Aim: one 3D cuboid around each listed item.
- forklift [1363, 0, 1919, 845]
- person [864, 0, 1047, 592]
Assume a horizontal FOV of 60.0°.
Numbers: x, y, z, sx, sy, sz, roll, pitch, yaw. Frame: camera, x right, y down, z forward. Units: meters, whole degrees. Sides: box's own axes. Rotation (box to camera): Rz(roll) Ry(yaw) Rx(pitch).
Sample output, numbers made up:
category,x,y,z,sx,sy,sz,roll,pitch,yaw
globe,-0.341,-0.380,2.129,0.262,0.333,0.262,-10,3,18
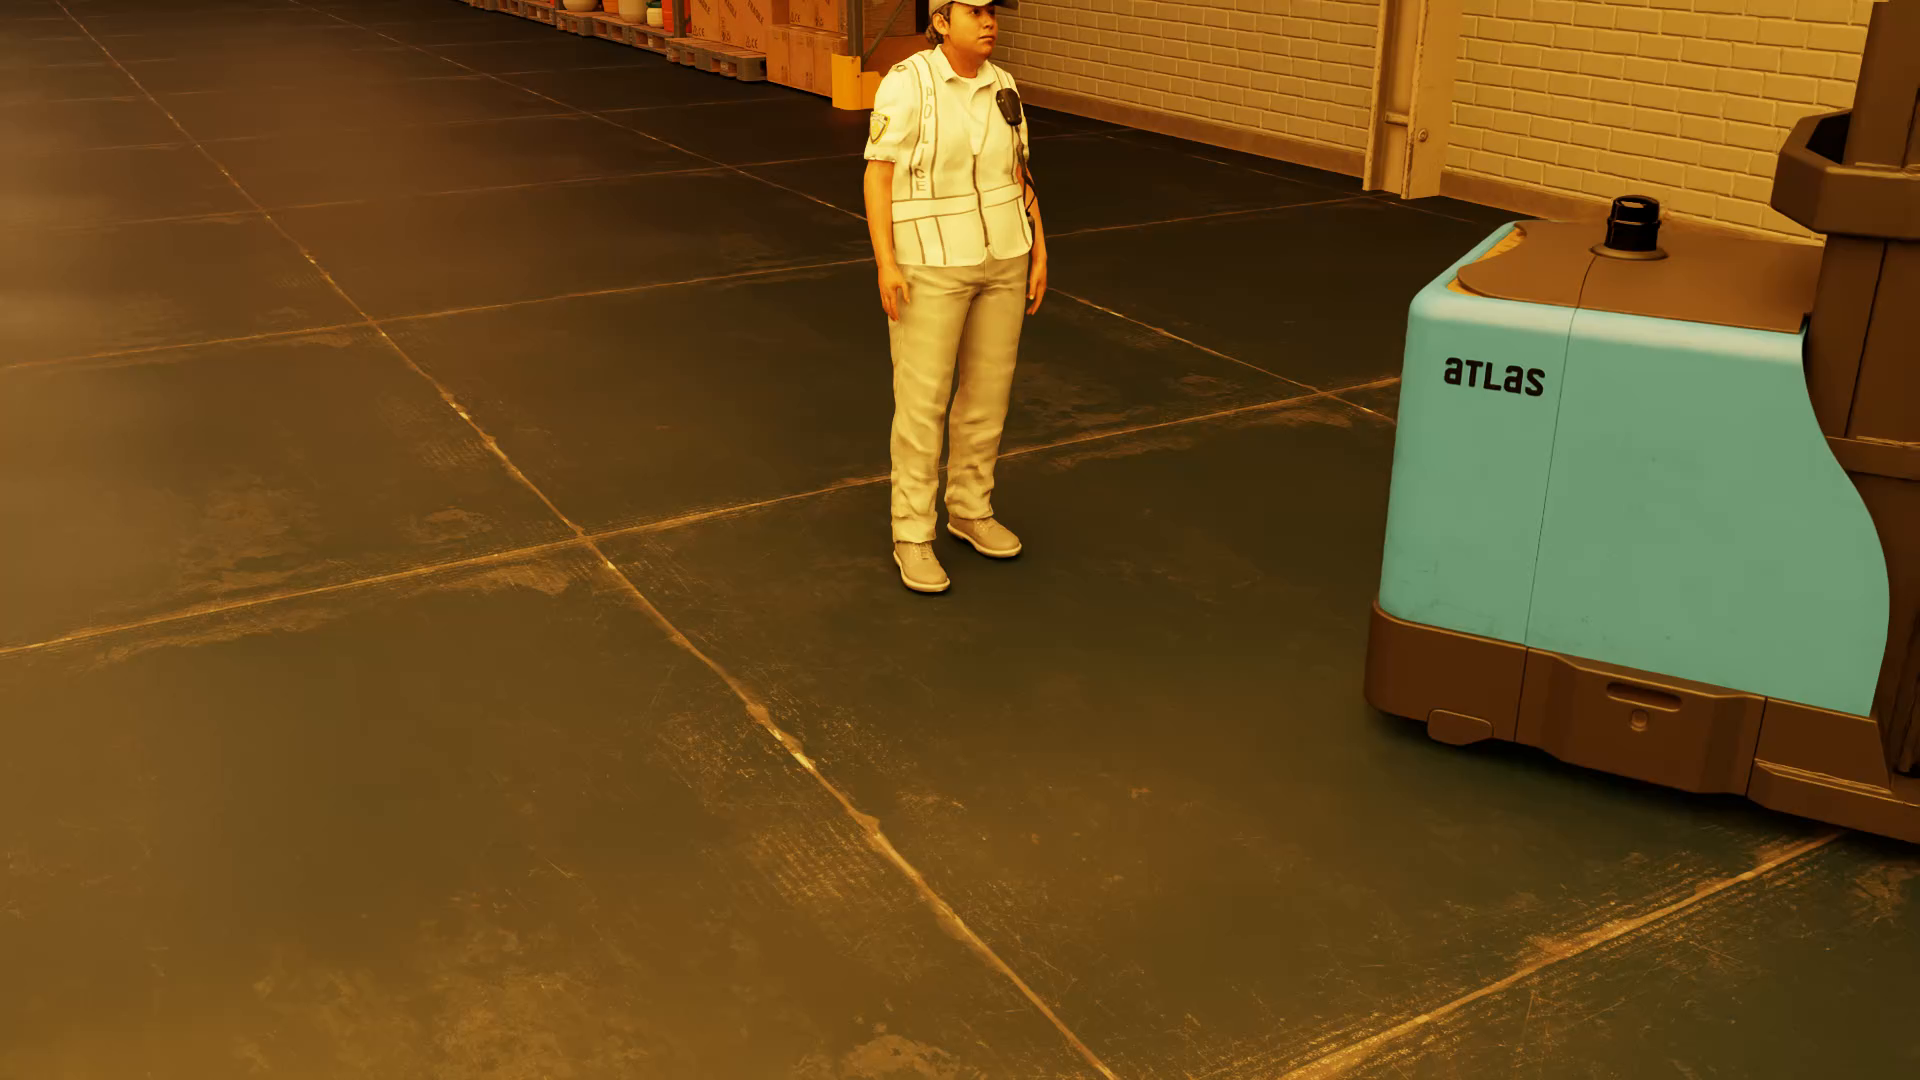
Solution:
category,x,y,z,sx,sy,sz,roll,pitch,yaw
forklift,2.516,-0.788,3.193,3.031,2.935,1.130,12,25,27
person,0.019,-0.748,4.744,0.598,1.670,0.529,-12,25,-28
